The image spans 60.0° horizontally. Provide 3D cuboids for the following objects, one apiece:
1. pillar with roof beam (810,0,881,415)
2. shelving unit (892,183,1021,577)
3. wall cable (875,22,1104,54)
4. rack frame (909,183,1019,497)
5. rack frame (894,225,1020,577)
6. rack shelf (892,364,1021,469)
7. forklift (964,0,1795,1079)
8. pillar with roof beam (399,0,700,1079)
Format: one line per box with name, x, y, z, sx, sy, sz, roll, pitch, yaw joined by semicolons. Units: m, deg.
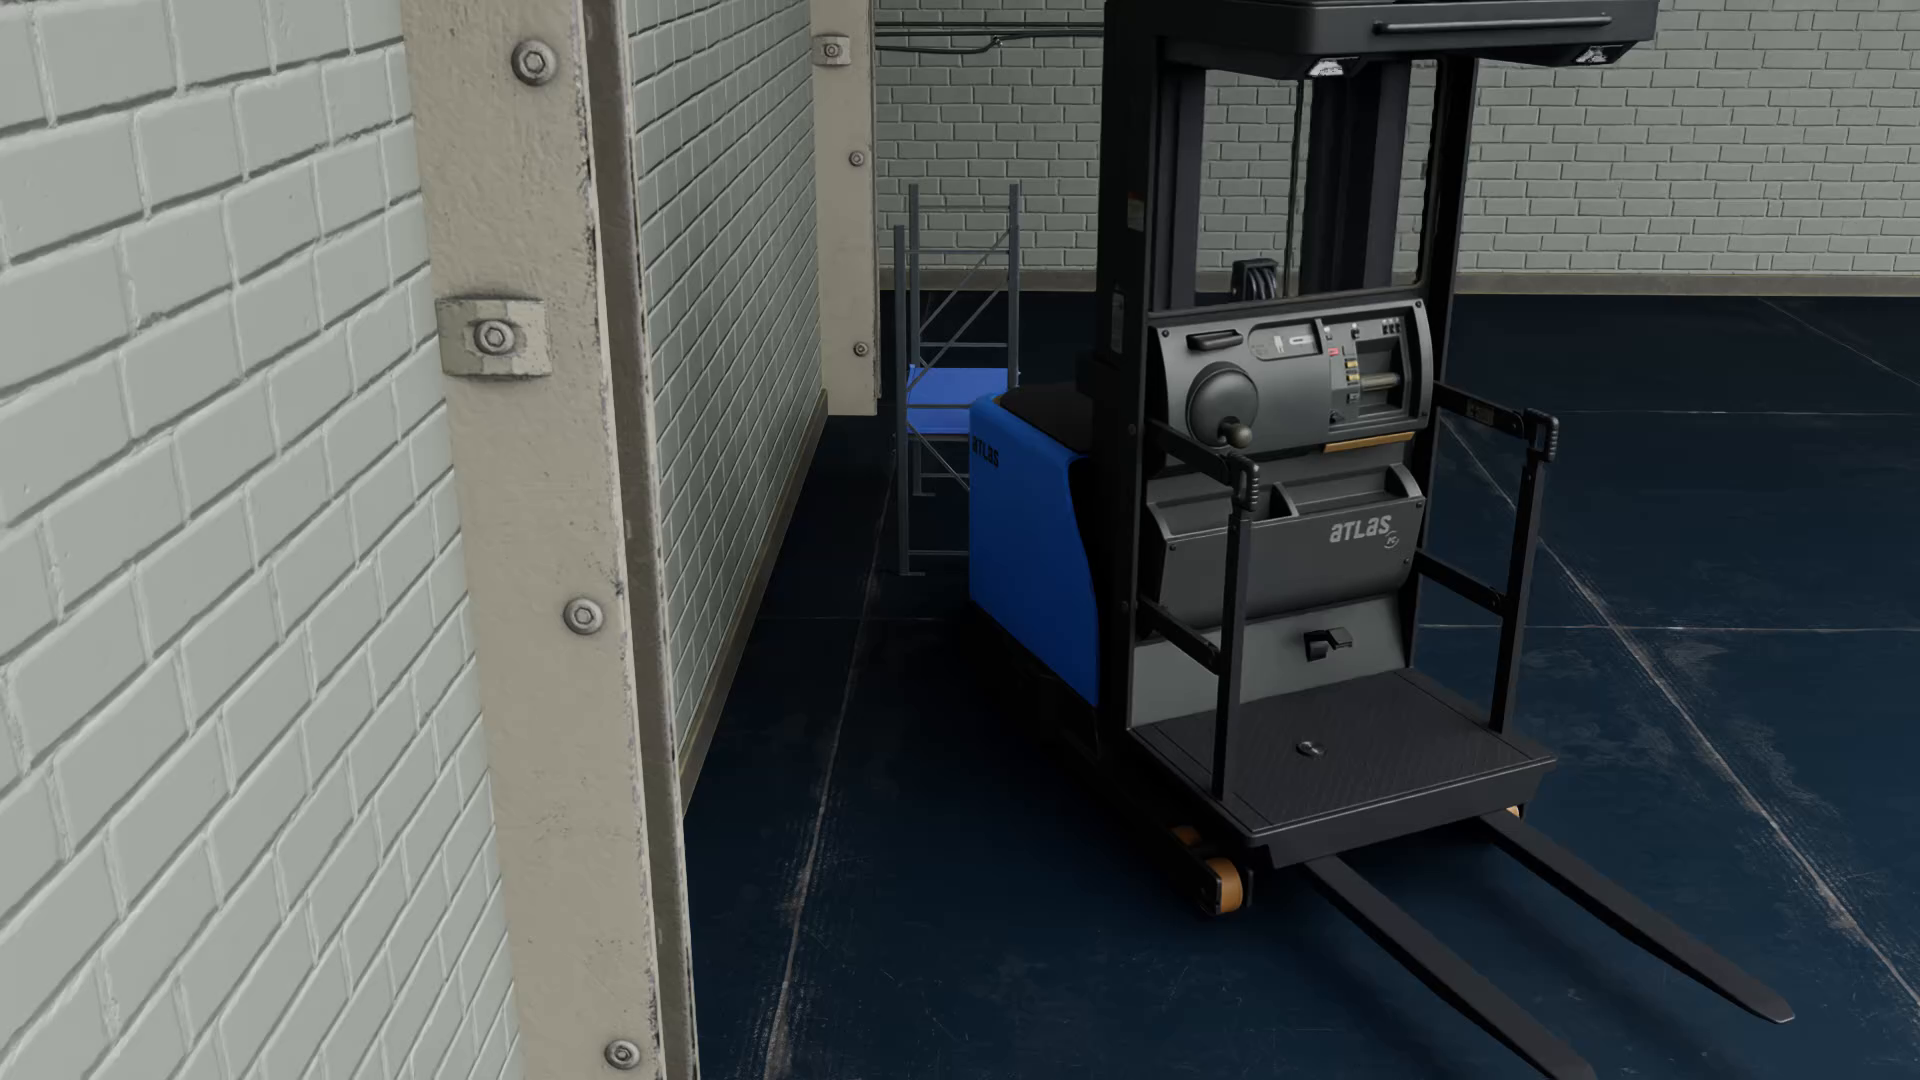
pillar with roof beam;3.685;-4.921;7.771;9.100;9.000;0.400;1;21;2
shelving unit;0.003;-0.730;7.337;0.538;1.500;1.048;1;21;2
wall cable;0.793;-4.571;11.162;3.097;2.526;0.112;1;21;2
rack frame;0.018;-0.914;7.811;0.500;1.500;0.032;1;21;2
rack frame;-0.013;-0.546;6.863;0.500;1.500;0.032;1;21;2
rack shelf;0.003;-0.562;7.402;0.538;0.185;1.000;1;21;2
forklift;1.079;-0.469;4.686;1.130;2.935;3.031;-9;23;-22
pillar with roof beam;3.502;-2.751;2.180;9.100;9.000;0.400;1;21;2
